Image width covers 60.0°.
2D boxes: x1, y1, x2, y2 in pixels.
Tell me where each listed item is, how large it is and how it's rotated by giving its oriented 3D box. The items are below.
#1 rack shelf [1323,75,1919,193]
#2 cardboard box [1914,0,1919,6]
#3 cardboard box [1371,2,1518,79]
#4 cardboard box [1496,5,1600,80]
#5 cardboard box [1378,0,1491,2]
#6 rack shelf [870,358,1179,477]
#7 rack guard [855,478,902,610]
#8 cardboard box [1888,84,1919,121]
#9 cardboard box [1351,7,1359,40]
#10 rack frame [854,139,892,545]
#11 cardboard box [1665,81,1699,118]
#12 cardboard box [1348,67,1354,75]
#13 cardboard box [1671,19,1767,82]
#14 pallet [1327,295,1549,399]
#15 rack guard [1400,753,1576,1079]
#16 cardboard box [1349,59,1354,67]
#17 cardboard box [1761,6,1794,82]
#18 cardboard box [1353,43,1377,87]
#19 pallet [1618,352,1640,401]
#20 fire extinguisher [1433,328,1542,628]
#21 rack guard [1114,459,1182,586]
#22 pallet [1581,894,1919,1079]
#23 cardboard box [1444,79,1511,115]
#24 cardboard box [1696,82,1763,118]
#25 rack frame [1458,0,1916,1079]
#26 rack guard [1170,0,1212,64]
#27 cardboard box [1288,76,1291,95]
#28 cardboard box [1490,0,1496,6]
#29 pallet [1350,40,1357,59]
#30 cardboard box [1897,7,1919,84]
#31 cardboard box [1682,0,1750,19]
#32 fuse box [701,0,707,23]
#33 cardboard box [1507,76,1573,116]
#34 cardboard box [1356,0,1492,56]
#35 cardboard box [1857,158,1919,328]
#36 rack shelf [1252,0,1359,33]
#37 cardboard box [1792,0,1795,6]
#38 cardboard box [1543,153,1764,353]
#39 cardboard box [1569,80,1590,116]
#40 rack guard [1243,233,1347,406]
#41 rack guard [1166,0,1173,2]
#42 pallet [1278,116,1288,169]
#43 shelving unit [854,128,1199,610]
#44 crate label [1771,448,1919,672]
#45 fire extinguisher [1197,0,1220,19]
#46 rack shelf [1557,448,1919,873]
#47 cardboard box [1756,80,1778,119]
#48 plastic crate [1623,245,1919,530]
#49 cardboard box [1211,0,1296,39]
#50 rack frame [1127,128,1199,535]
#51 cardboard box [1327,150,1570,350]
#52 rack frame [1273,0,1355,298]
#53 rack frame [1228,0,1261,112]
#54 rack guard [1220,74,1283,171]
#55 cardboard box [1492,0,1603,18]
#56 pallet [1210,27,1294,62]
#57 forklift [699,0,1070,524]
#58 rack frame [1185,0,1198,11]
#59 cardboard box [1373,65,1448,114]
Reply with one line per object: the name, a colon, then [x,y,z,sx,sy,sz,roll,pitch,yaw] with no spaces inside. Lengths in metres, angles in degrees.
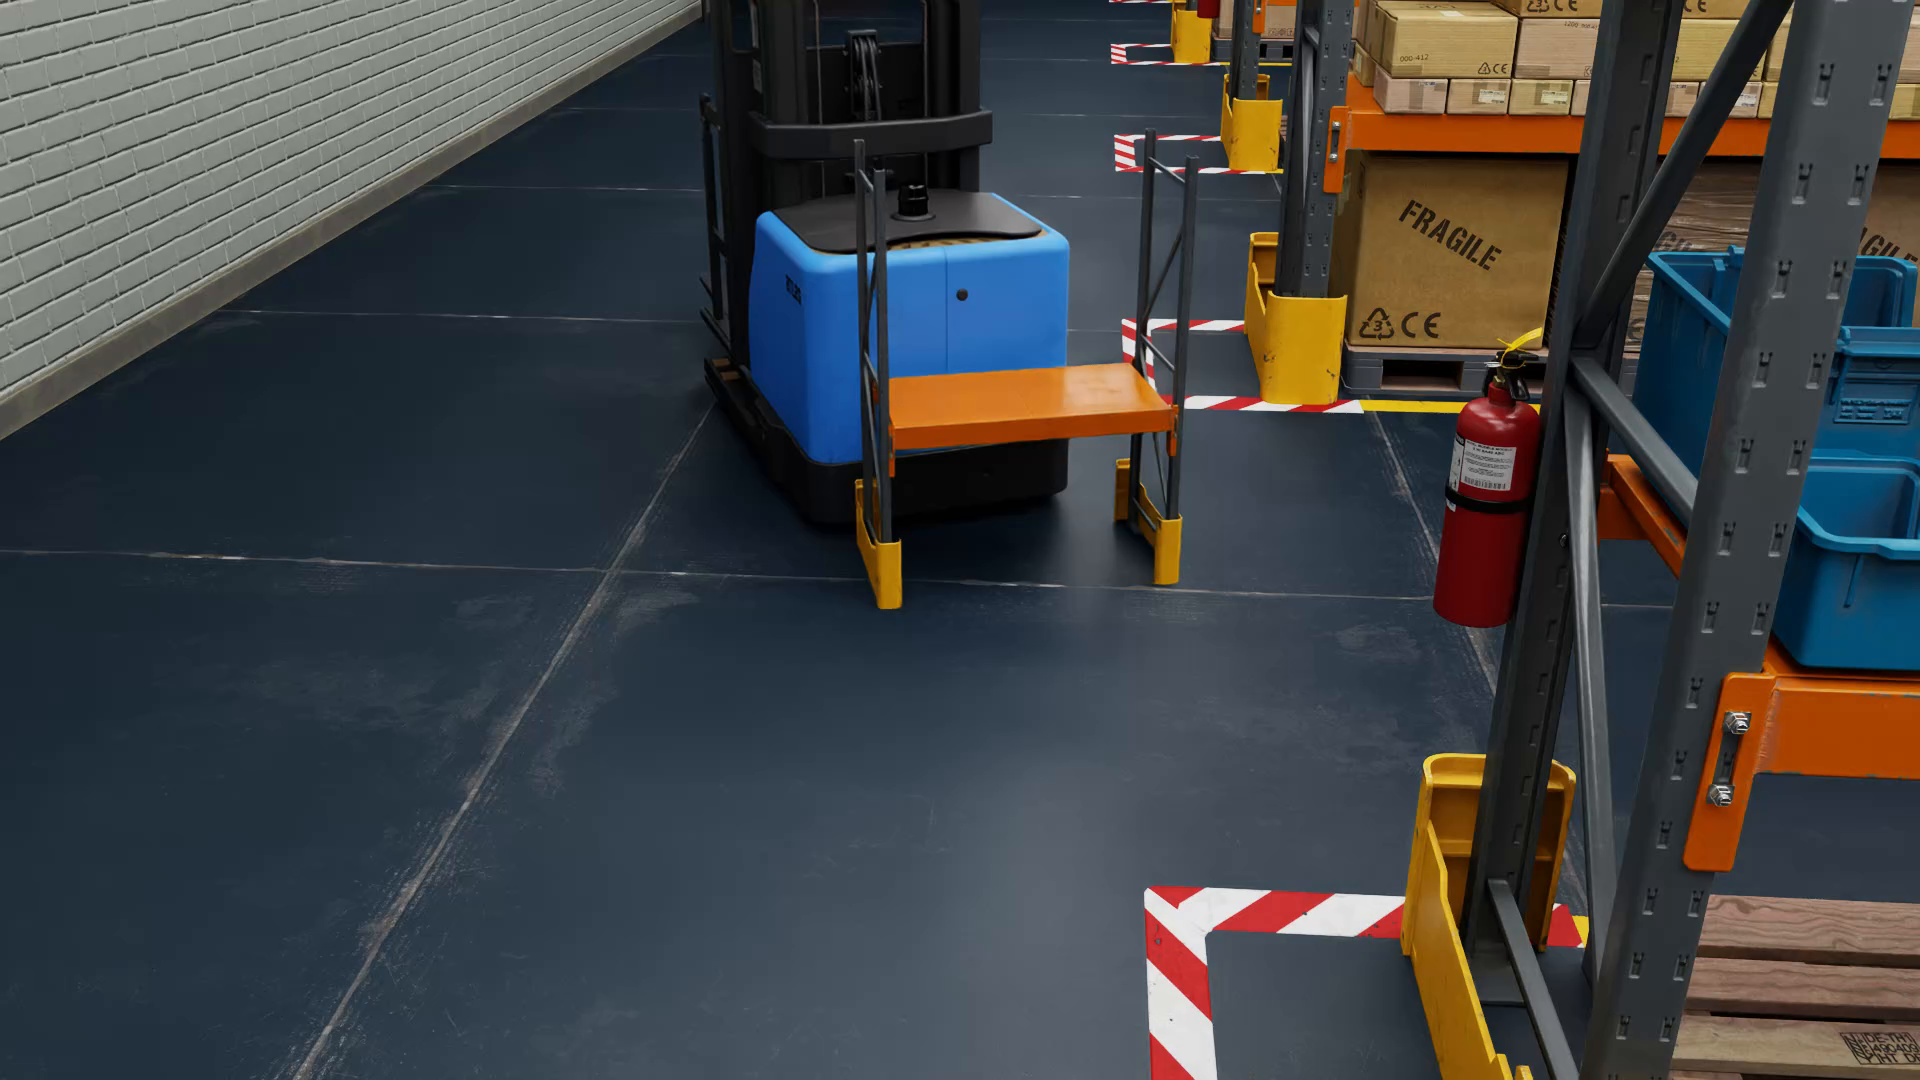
rack shelf: [3.617,-1.832,7.503,4.000,0.370,1.077,2,25,4]
cardboard box: [4.143,-2.658,7.364,0.500,0.500,0.500,1,25,2]
cardboard box: [2.080,-2.162,7.183,0.500,0.250,0.500,1,25,3]
cardboard box: [2.599,-2.148,7.153,0.500,0.250,0.500,2,25,3]
cardboard box: [2.128,-2.724,7.509,0.500,0.500,0.500,2,25,5]
rack shelf: [0.205,-0.439,5.840,1.000,0.185,0.538,-5,25,-10]
rack guard: [-0.293,0.006,5.938,0.087,0.250,0.587,-5,25,-10]
cardboard box: [4.000,-1.895,7.080,0.250,0.149,0.380,1,25,3]
cardboard box: [3.960,-5.375,16.905,0.875,0.438,0.875,2,25,5]
rack frame: [-0.294,-0.562,5.676,0.032,1.500,0.500,-5,25,-10]
cardboard box: [2.976,-1.928,7.151,0.250,0.149,0.380,1,25,3]
cardboard box: [2.883,-3.336,12.107,0.250,0.149,0.380,2,25,5]
cardboard box: [3.100,-2.130,7.115,0.500,0.250,0.500,1,25,2]
pallet: [2.426,-0.963,8.090,1.213,0.211,1.003,2,25,4]
rack guard: [1.218,0.982,3.518,0.348,0.500,1.175,2,25,4]
cardboard box: [2.896,-3.509,12.485,0.250,0.149,0.380,2,25,5]
cardboard box: [3.621,-2.116,7.083,0.500,0.250,0.500,1,25,3]
cardboard box: [2.003,-2.234,7.818,0.250,0.149,0.380,2,25,5]
pallet: [3.639,-0.923,8.003,1.213,0.211,1.003,2,25,4]
fire extinguisher: [1.128,-0.148,3.522,0.183,0.674,0.296,2,25,4]
rack guard: [0.684,-0.074,6.111,0.087,0.250,0.587,-5,25,-10]
pallet: [2.063,1.151,3.496,1.213,0.211,1.003,2,25,4]
cardboard box: [2.207,-1.952,7.204,0.250,0.149,0.380,1,25,3]
cardboard box: [3.233,-1.920,7.134,0.250,0.149,0.380,2,25,3]
rack frame: [1.243,-0.158,3.006,0.127,3.000,1.000,2,25,4]
rack guard: [2.357,-5.218,16.992,0.348,0.500,1.175,2,25,4]
cardboard box: [2.651,-3.420,12.645,0.250,0.149,0.380,1,25,3]
cardboard box: [2.632,-2.368,7.632,0.500,0.250,0.500,1,25,3]
pallet: [4.398,-5.053,16.979,1.213,0.211,1.003,2,25,4]
cardboard box: [4.125,-2.098,7.045,0.500,0.250,0.500,2,25,5]
cardboard box: [3.096,-2.472,6.961,0.500,0.500,0.500,1,25,3]
fuse box: [-2.937,-6.809,19.001,0.414,1.711,0.539,2,25,4]
cardboard box: [2.462,-1.944,7.187,0.250,0.149,0.380,1,25,3]
cardboard box: [2.126,-2.385,7.668,0.500,0.250,0.500,1,25,3]
cardboard box: [4.061,-1.404,7.751,0.875,0.875,0.875,2,25,4]
rack shelf: [4.097,-3.896,11.989,4.000,0.370,1.077,2,25,4]
cardboard box: [3.659,-2.337,7.564,0.500,0.250,0.500,2,25,4]
cardboard box: [3.174,-1.432,7.813,0.875,0.875,0.875,2,25,4]
cardboard box: [2.723,-1.936,7.170,0.250,0.149,0.380,1,25,3]
rack guard: [1.599,-1.088,8.016,0.348,0.500,1.175,2,25,4]
rack guard: [2.833,-7.284,21.482,0.348,0.500,1.175,2,25,4]
pallet: [2.986,-2.977,12.467,1.213,0.211,1.003,2,25,4]
shelving unit: [0.196,-0.601,5.763,1.083,1.500,0.587,-5,25,-10]
crate label: [1.464,0.036,2.713,0.303,0.233,0.416,2,25,4]
fire extinguisher: [1.887,-4.283,12.507,0.183,0.674,0.296,2,25,4]
rack shelf: [3.237,0.232,3.017,4.000,0.370,1.077,2,25,4]
cardboard box: [3.485,-1.911,7.115,0.250,0.149,0.380,1,25,3]
plastic crate: [1.592,-0.269,3.132,0.499,0.435,0.616,2,25,4]
cardboard box: [3.047,-5.400,16.961,0.875,0.438,0.875,1,25,2]
rack frame: [0.704,-0.643,5.853,0.032,1.500,0.500,-5,25,-10]
cardboard box: [2.267,-1.461,7.876,0.875,0.875,0.875,2,25,4]
rack frame: [1.623,-2.223,7.492,0.127,3.000,1.000,2,25,4]
rack frame: [2.103,-4.287,11.978,0.127,3.000,1.000,2,25,4]
rack guard: [2.179,-3.149,12.495,0.348,0.500,1.175,2,25,4]
cardboard box: [2.579,-2.486,6.992,0.500,0.500,0.500,1,25,3]
pallet: [3.184,-5.093,17.066,1.213,0.211,1.003,2,25,4]
forklift: [-0.547,-1.981,7.049,1.130,2.935,3.031,-8,26,-18]
rack frame: [2.381,-6.353,16.468,0.127,3.000,1.000,2,25,4]
cardboard box: [1.951,-1.960,7.221,0.250,0.149,0.380,2,25,5]
